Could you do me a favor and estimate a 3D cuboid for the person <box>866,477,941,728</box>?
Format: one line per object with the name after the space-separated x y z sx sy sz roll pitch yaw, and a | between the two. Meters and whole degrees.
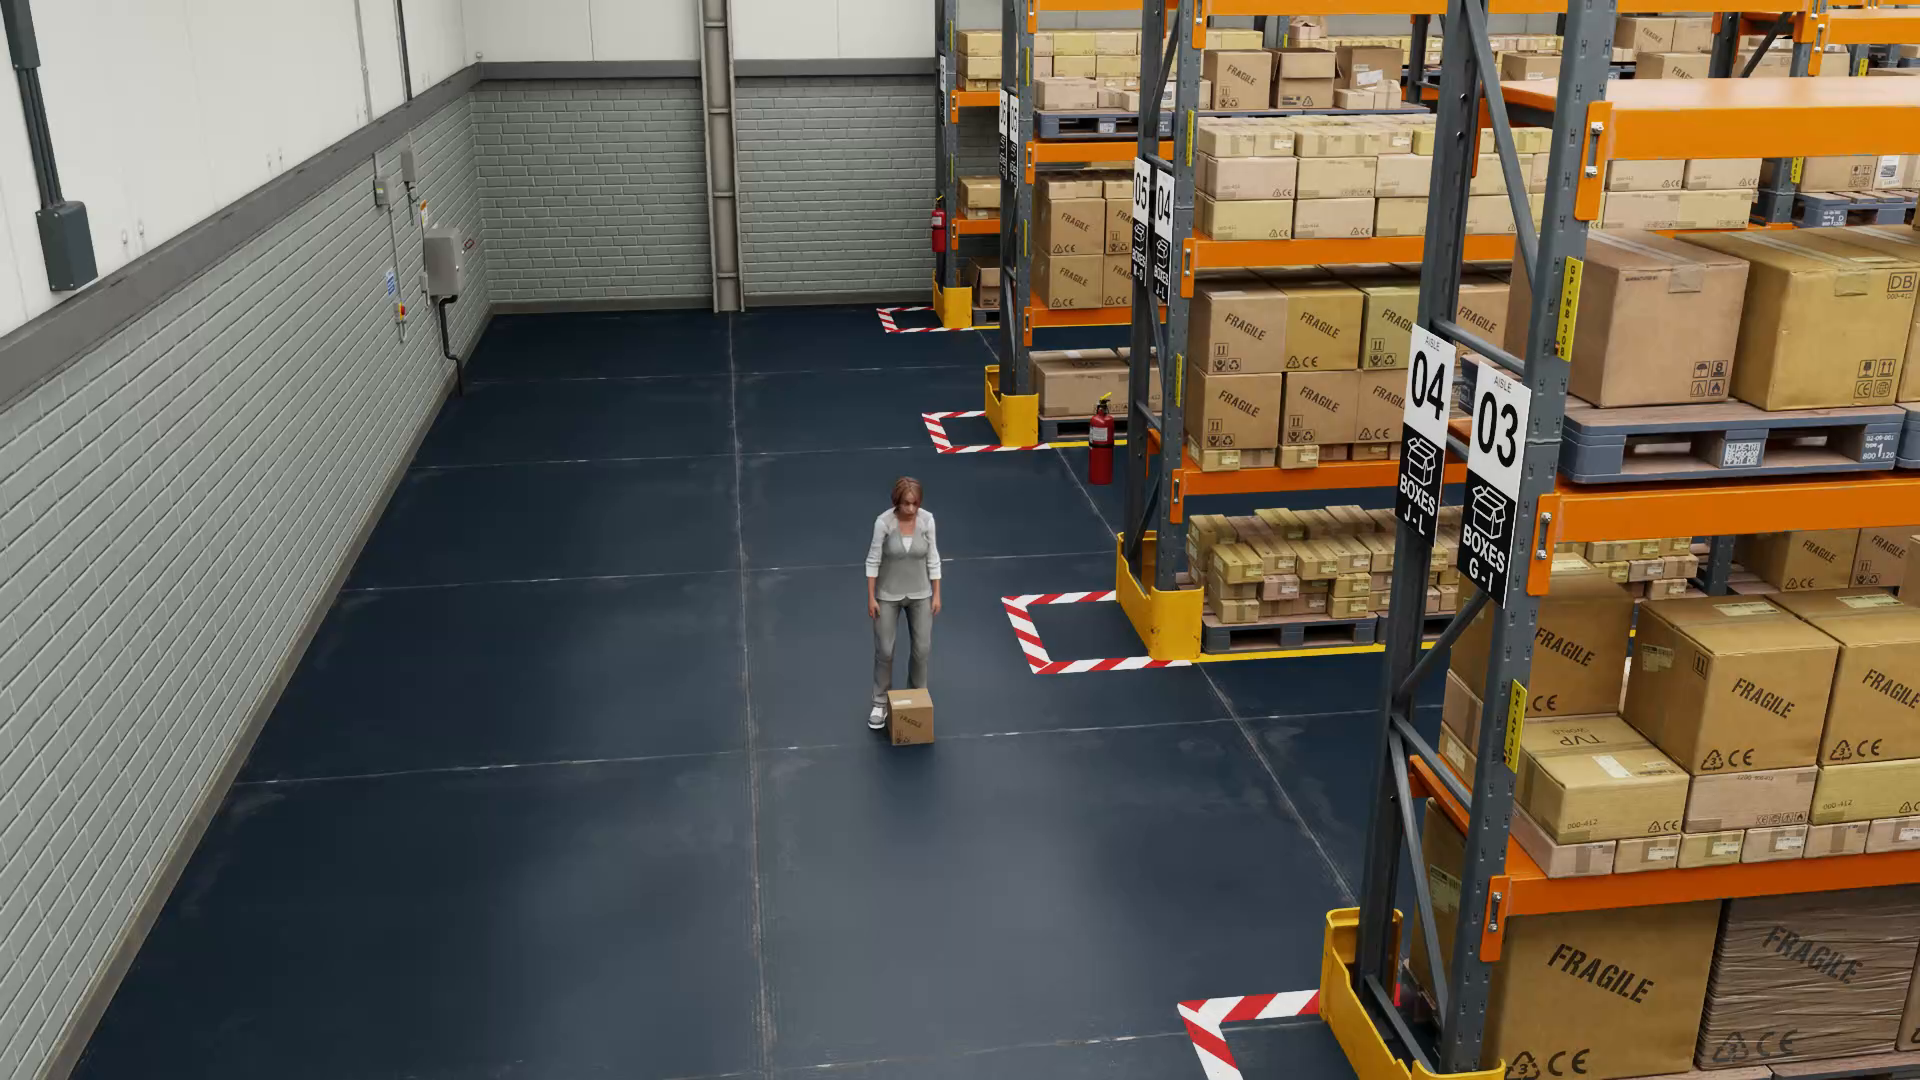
-0.346 0.363 10.112 0.480 1.591 0.347 -4 21 -11 | person
